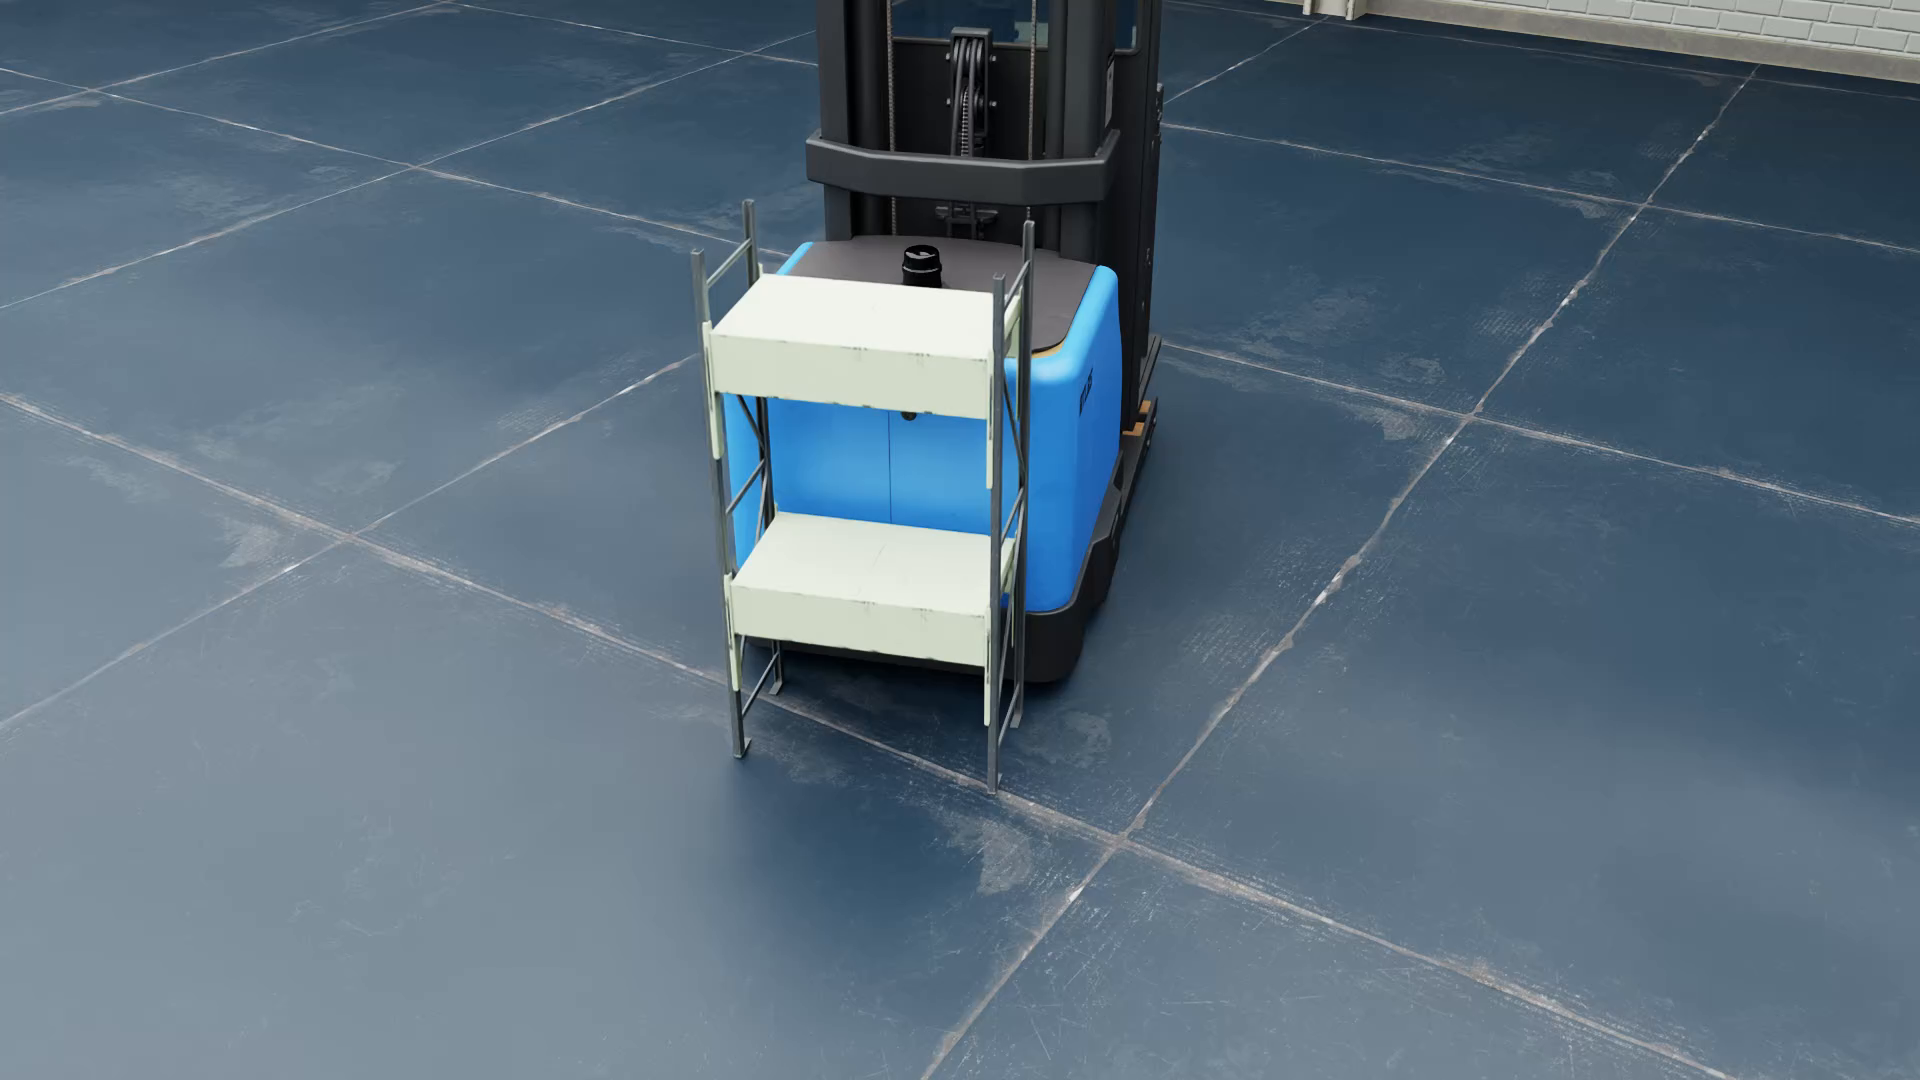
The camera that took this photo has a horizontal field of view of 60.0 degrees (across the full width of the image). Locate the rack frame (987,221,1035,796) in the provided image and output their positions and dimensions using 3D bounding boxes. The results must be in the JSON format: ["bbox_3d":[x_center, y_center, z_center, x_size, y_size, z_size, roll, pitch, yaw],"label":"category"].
[{"bbox_3d":[0.130,-0.046,4.341,0.023,1.500,0.400,7,31,11],"label":"rack frame"}]

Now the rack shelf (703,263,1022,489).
[{"bbox_3d":[-0.226,-0.425,4.215,0.720,0.370,0.431,7,31,11],"label":"rack shelf"}]

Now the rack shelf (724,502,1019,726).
[{"bbox_3d":[-0.226,0.194,4.576,0.720,0.370,0.431,7,31,11],"label":"rack shelf"}]

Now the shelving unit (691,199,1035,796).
[{"bbox_3d":[-0.226,-0.088,4.412,0.755,1.500,0.431,7,31,11],"label":"shelving unit"}]

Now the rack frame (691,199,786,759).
[{"bbox_3d":[-0.583,-0.129,4.482,0.023,1.500,0.400,7,31,11],"label":"rack frame"}]

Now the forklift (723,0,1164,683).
[{"bbox_3d":[0.141,-1.576,5.542,1.130,2.935,3.031,7,31,11],"label":"forklift"}]

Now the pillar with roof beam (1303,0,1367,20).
[{"bbox_3d":[0.548,-6.038,7.170,0.400,9.000,9.100,18,35,27],"label":"pillar with roof beam"}]
